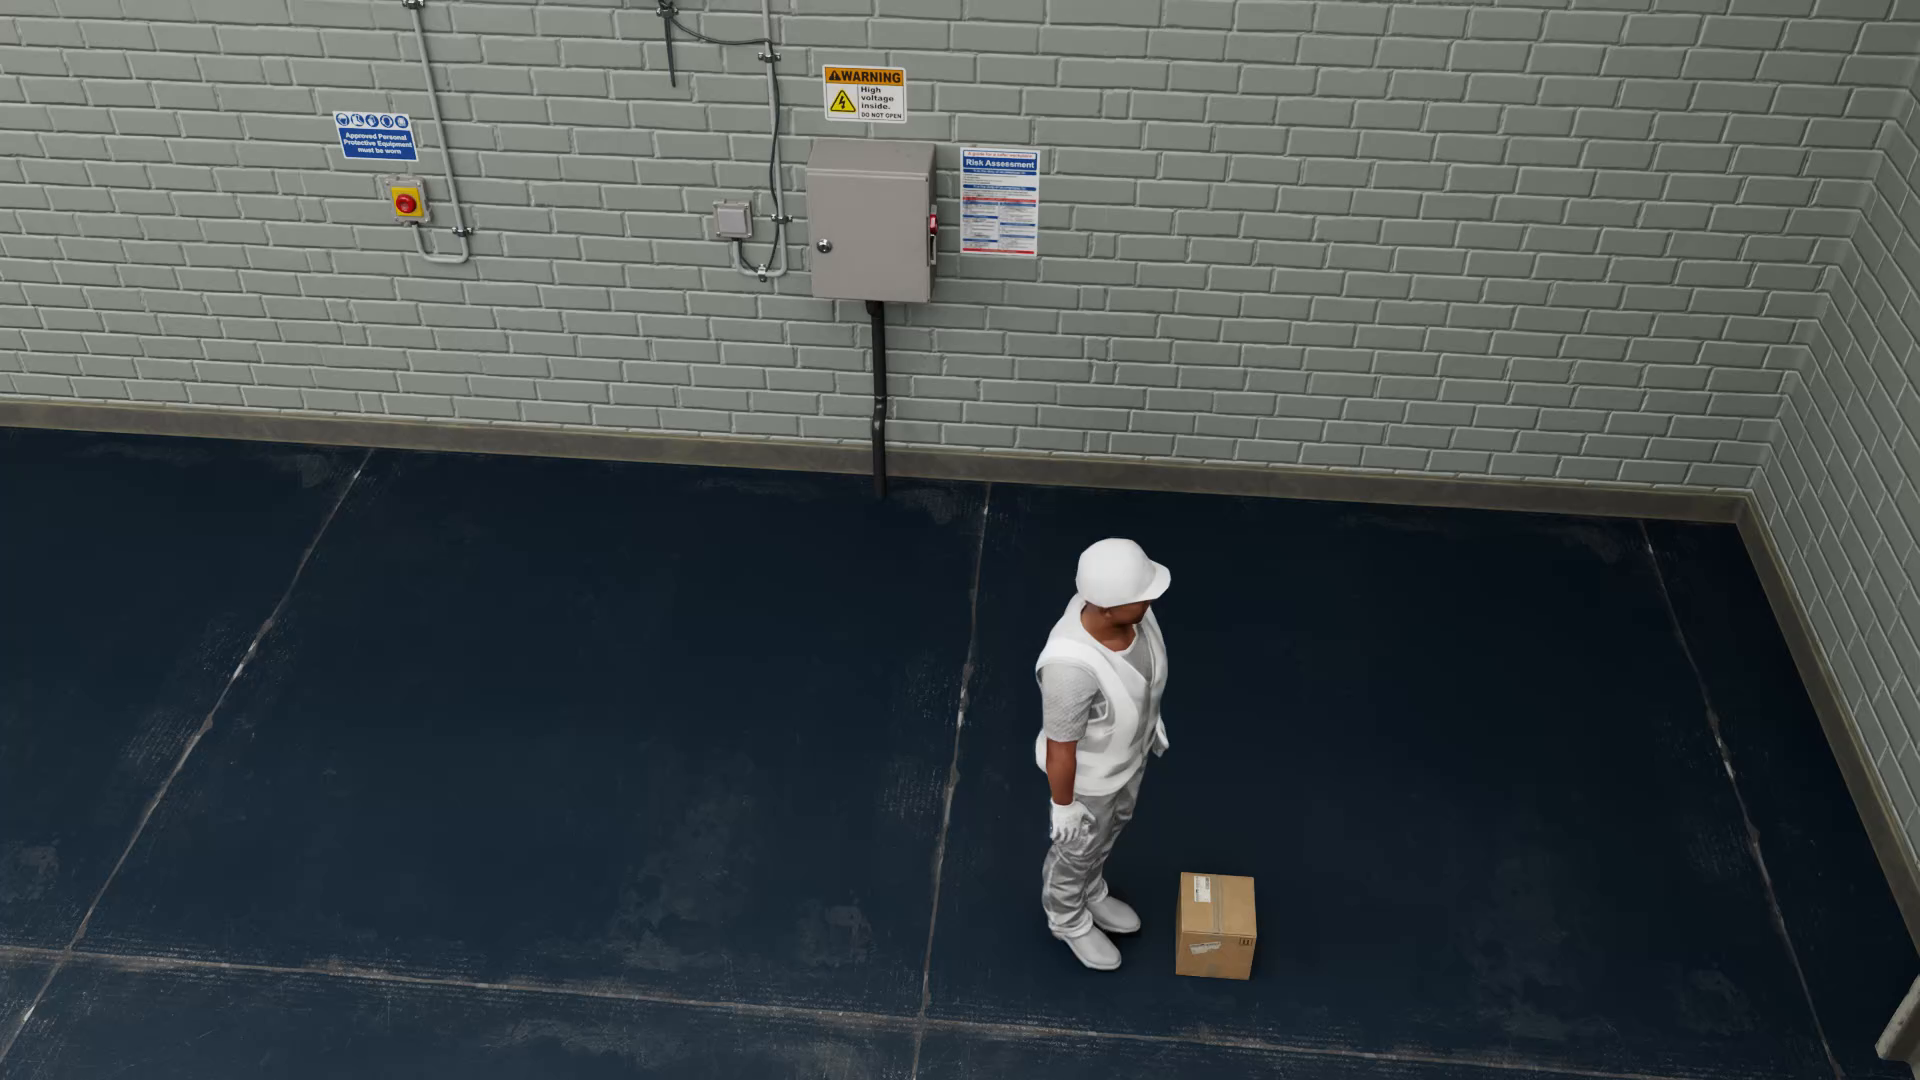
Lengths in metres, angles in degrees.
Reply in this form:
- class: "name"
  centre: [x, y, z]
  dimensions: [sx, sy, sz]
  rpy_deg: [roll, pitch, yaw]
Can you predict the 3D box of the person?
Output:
- class: "person"
  centre: [0.436, 0.683, 5.279]
  dimensions: [0.366, 1.789, 0.569]
  rpy_deg: [20, 44, 22]
